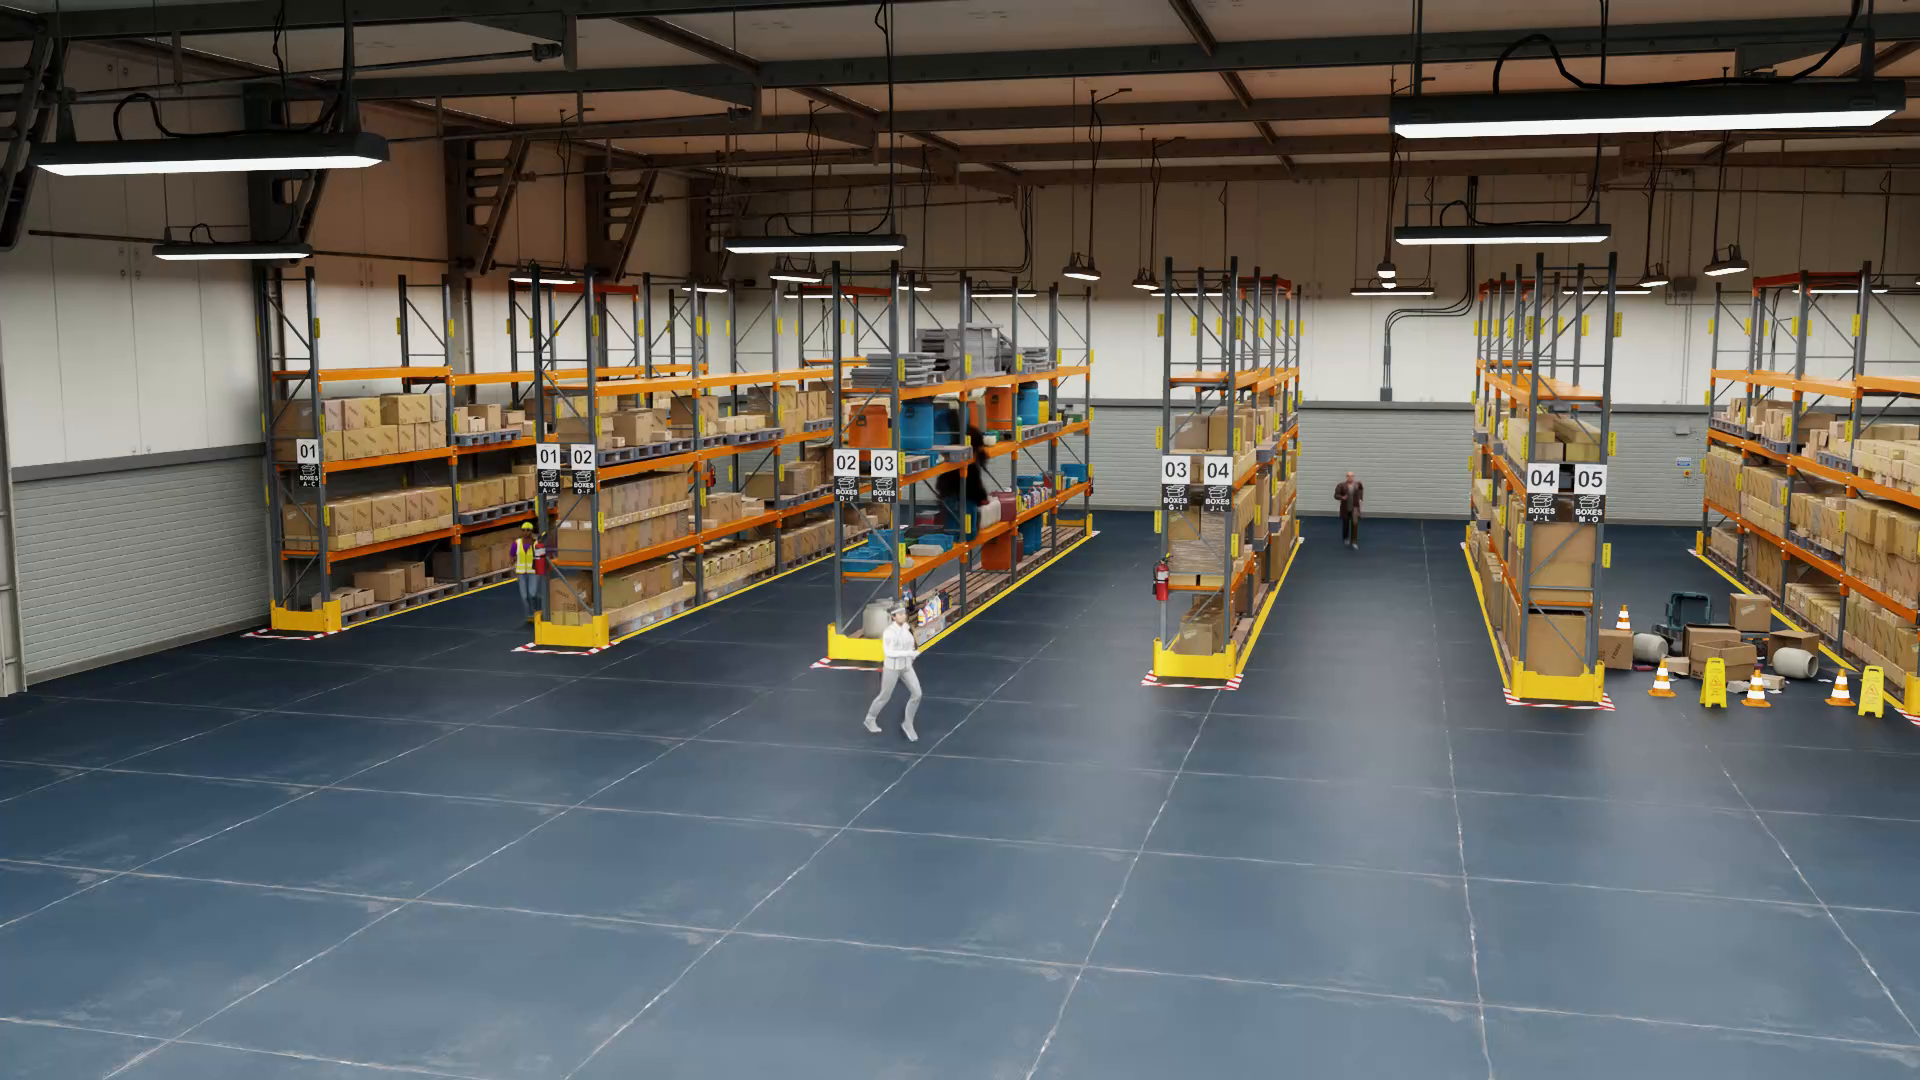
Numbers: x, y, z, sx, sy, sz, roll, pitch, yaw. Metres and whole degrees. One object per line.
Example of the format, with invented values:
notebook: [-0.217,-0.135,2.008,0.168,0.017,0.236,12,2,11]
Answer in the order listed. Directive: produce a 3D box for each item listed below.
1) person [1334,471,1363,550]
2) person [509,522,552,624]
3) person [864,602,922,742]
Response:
person: [8.848,-0.712,37.881,0.660,1.747,1.103,1,7,11]
person: [-7.294,0.576,28.108,0.680,1.750,0.626,0,7,1]
person: [-0.766,1.594,20.354,0.850,1.729,0.622,7,10,43]
